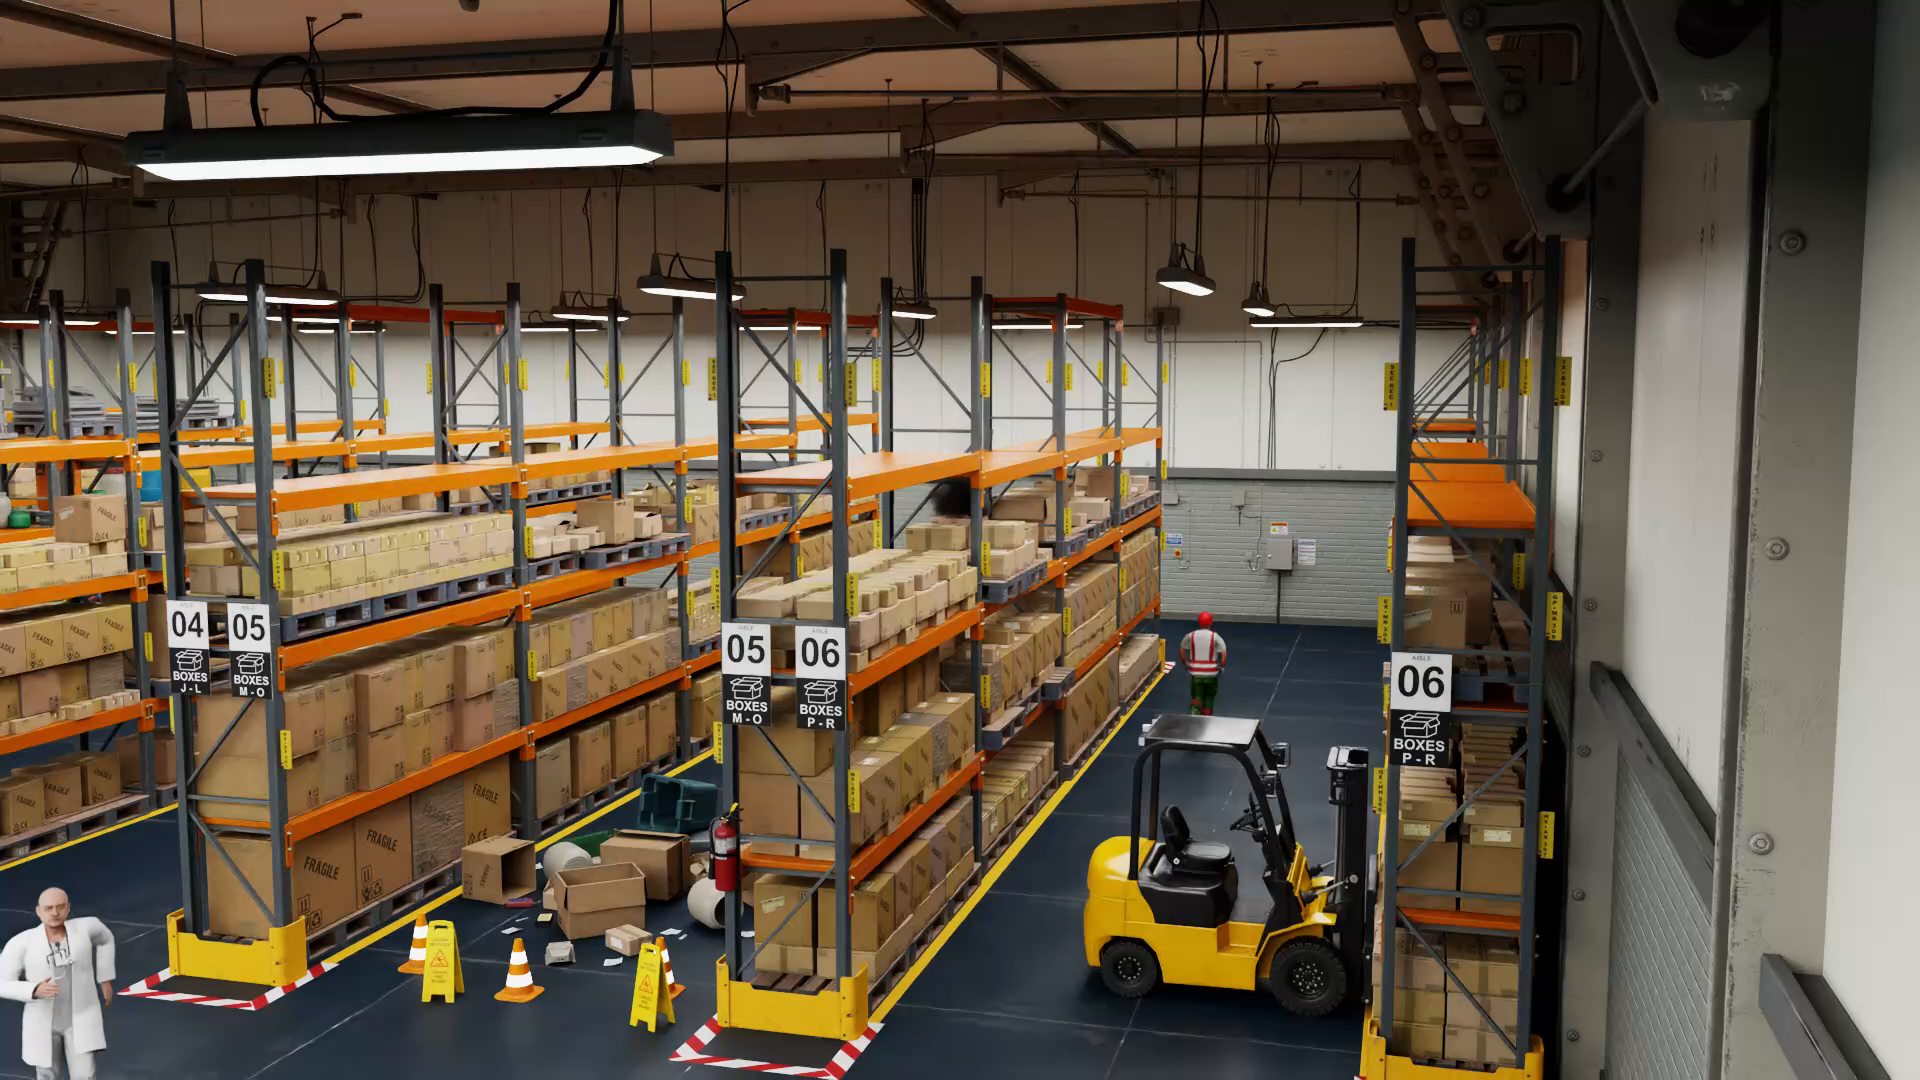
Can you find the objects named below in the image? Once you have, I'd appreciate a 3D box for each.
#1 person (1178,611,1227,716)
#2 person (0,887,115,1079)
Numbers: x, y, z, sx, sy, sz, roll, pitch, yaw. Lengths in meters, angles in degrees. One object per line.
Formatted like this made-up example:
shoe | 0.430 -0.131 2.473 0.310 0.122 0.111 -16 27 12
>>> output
person | 3.372 1.864 23.088 0.682 1.749 0.635 2 6 16
person | -5.822 3.150 10.752 0.692 1.862 0.882 -3 7 -29
